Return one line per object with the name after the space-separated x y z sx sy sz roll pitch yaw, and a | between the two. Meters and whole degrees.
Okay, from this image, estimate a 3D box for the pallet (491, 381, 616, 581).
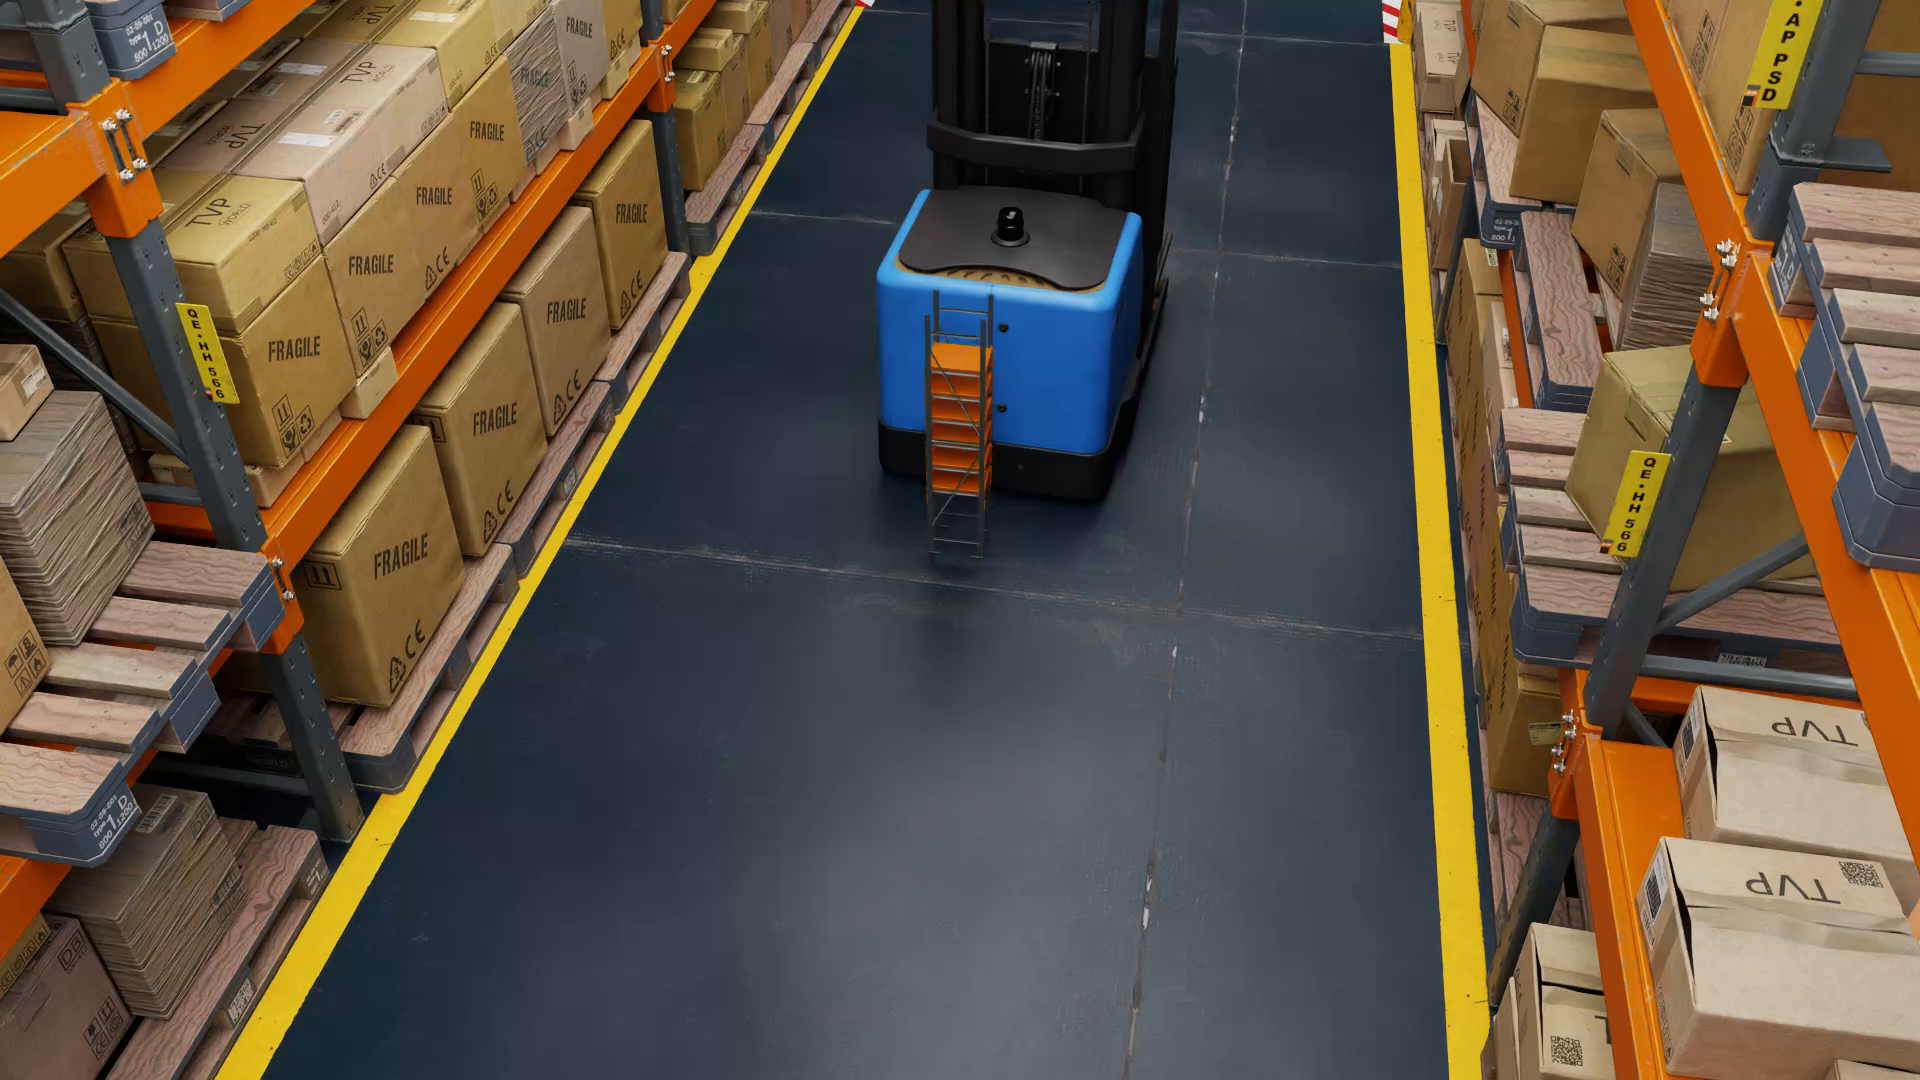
-2.232 -0.336 7.491 1.003 0.211 1.213 6 40 8 | pallet

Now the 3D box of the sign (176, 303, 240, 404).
-2.120 -0.523 4.681 0.100 0.325 0.005 6 40 8 | sign

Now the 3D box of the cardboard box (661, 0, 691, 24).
-1.854 -3.125 8.441 0.980 0.700 0.700 7 40 8 | cardboard box

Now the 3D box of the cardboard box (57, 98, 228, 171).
-2.739 -1.248 5.490 0.500 0.250 0.500 5 40 6 | cardboard box

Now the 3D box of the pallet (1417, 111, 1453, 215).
3.245 -2.251 9.807 1.003 0.211 1.213 6 40 8 | pallet

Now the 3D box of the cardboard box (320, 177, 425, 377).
-2.220 -0.926 5.688 0.500 0.500 0.500 8 40 9 | cardboard box

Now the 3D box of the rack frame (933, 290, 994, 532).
0.013 -0.511 6.926 0.240 1.200 0.006 6 40 8 | rack frame

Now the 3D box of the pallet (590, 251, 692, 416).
-2.023 -1.104 8.419 1.003 0.211 1.213 6 40 8 | pallet

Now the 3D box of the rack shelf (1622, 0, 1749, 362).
2.570 -1.751 5.224 1.077 0.370 4.000 6 40 8 | rack shelf

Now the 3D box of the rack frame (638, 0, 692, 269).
-1.963 -2.671 8.127 1.000 3.000 0.127 6 40 8 | rack frame

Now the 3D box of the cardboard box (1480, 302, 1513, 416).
2.419 -0.718 6.792 0.500 0.250 0.500 6 40 8 | cardboard box

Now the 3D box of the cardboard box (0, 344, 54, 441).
-2.686 -0.399 4.446 0.380 0.149 0.250 2 40 2 | cardboard box

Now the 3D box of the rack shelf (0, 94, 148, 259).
-3.002 0.216 2.846 1.077 0.370 4.000 6 40 8 | rack shelf

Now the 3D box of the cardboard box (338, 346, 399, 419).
-2.189 -0.567 5.764 0.380 0.149 0.250 8 40 9 | cardboard box

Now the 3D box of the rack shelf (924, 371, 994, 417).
-0.002 -0.604 6.732 0.258 0.103 0.180 6 40 8 | rack shelf

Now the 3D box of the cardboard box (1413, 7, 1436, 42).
3.154 -3.333 10.806 0.380 0.166 0.250 6 40 8 | cardboard box

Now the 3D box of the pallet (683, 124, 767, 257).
-1.755 -2.065 9.582 1.003 0.211 1.213 6 40 8 | pallet

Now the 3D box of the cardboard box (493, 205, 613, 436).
-2.099 -1.024 7.492 0.750 0.750 0.750 8 40 9 | cardboard box

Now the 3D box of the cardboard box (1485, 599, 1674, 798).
2.155 0.564 5.830 0.500 0.500 0.500 8 40 9 | cardboard box

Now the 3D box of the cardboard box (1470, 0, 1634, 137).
2.614 -2.055 6.973 0.700 0.500 0.500 -6 40 -7 | cardboard box

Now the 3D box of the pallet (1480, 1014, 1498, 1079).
2.043 1.970 4.701 1.003 0.211 1.213 6 40 8 | pallet

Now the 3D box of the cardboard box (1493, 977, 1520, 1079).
1.844 1.577 4.816 0.500 0.250 0.500 6 40 8 | cardboard box

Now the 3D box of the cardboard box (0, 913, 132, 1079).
-2.933 1.401 4.818 0.700 0.500 0.500 6 40 8 | cardboard box

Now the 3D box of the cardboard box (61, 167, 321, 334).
-2.318 -0.885 5.050 0.500 0.250 0.500 7 40 9 | cardboard box

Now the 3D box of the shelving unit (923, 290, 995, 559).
-0.002 -0.453 6.857 0.258 1.200 0.189 6 40 8 | shelving unit

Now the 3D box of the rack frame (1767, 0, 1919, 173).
2.224 -1.929 2.521 1.000 3.000 0.127 6 40 8 | rack frame

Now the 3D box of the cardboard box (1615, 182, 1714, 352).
2.568 -0.778 5.429 0.700 0.500 0.500 14 42 16 | cardboard box

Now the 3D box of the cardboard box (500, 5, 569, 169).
-1.969 -1.879 6.841 0.500 0.500 0.500 6 40 8 | cardboard box

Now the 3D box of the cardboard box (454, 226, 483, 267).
-2.116 -1.217 6.549 0.380 0.149 0.250 7 40 8 | cardboard box

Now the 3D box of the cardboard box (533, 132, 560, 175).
-1.948 -1.702 7.136 0.380 0.149 0.250 6 40 8 | cardboard box

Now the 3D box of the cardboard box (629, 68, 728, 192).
-1.733 -2.328 9.343 0.700 0.500 0.500 7 40 8 | cardboard box

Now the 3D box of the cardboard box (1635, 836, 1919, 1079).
1.878 0.957 3.808 0.500 0.311 0.500 6 40 7 | cardboard box

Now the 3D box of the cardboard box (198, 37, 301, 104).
-2.647 -1.570 5.879 0.500 0.250 0.500 5 40 7 | cardboard box

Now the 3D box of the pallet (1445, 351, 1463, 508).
2.813 -0.538 7.735 1.003 0.211 1.213 6 40 8 | pallet

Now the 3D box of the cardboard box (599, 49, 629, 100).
-1.764 -2.178 7.711 0.380 0.149 0.250 7 40 8 | cardboard box

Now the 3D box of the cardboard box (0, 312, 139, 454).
-2.834 -0.647 5.351 0.500 0.500 0.500 7 40 8 | cardboard box

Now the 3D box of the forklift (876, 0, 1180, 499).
0.471 -2.255 7.677 1.130 2.935 3.031 9 40 10 | forklift

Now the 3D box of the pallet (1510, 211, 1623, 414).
2.556 -0.764 5.970 1.003 0.211 1.213 6 40 8 | pallet

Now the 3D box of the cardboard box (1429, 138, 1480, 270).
2.735 -1.722 8.595 0.500 0.500 0.500 6 40 8 | cardboard box

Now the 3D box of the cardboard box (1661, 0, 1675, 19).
2.445 -1.735 4.562 0.910 0.500 0.500 6 40 8 | cardboard box

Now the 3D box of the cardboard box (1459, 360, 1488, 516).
2.417 -0.408 7.006 0.500 0.500 0.500 7 40 8 | cardboard box

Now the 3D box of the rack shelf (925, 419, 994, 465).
-0.002 -0.419 6.885 0.258 0.103 0.180 6 40 8 | rack shelf

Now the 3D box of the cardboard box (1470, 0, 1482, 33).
2.838 -2.831 8.242 0.500 0.500 0.500 7 40 9 | cardboard box

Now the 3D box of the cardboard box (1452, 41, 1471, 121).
3.236 -2.514 9.551 0.797 0.503 0.637 6 40 8 | cardboard box

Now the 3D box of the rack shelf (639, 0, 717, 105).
-1.617 -3.649 9.874 1.077 0.370 4.000 6 40 8 | rack shelf

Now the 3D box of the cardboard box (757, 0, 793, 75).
-1.467 -3.300 10.519 0.700 0.500 0.500 5 40 6 | cardboard box

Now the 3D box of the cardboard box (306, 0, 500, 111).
-2.066 -1.840 6.205 0.500 0.250 0.500 6 40 7 | cardboard box
